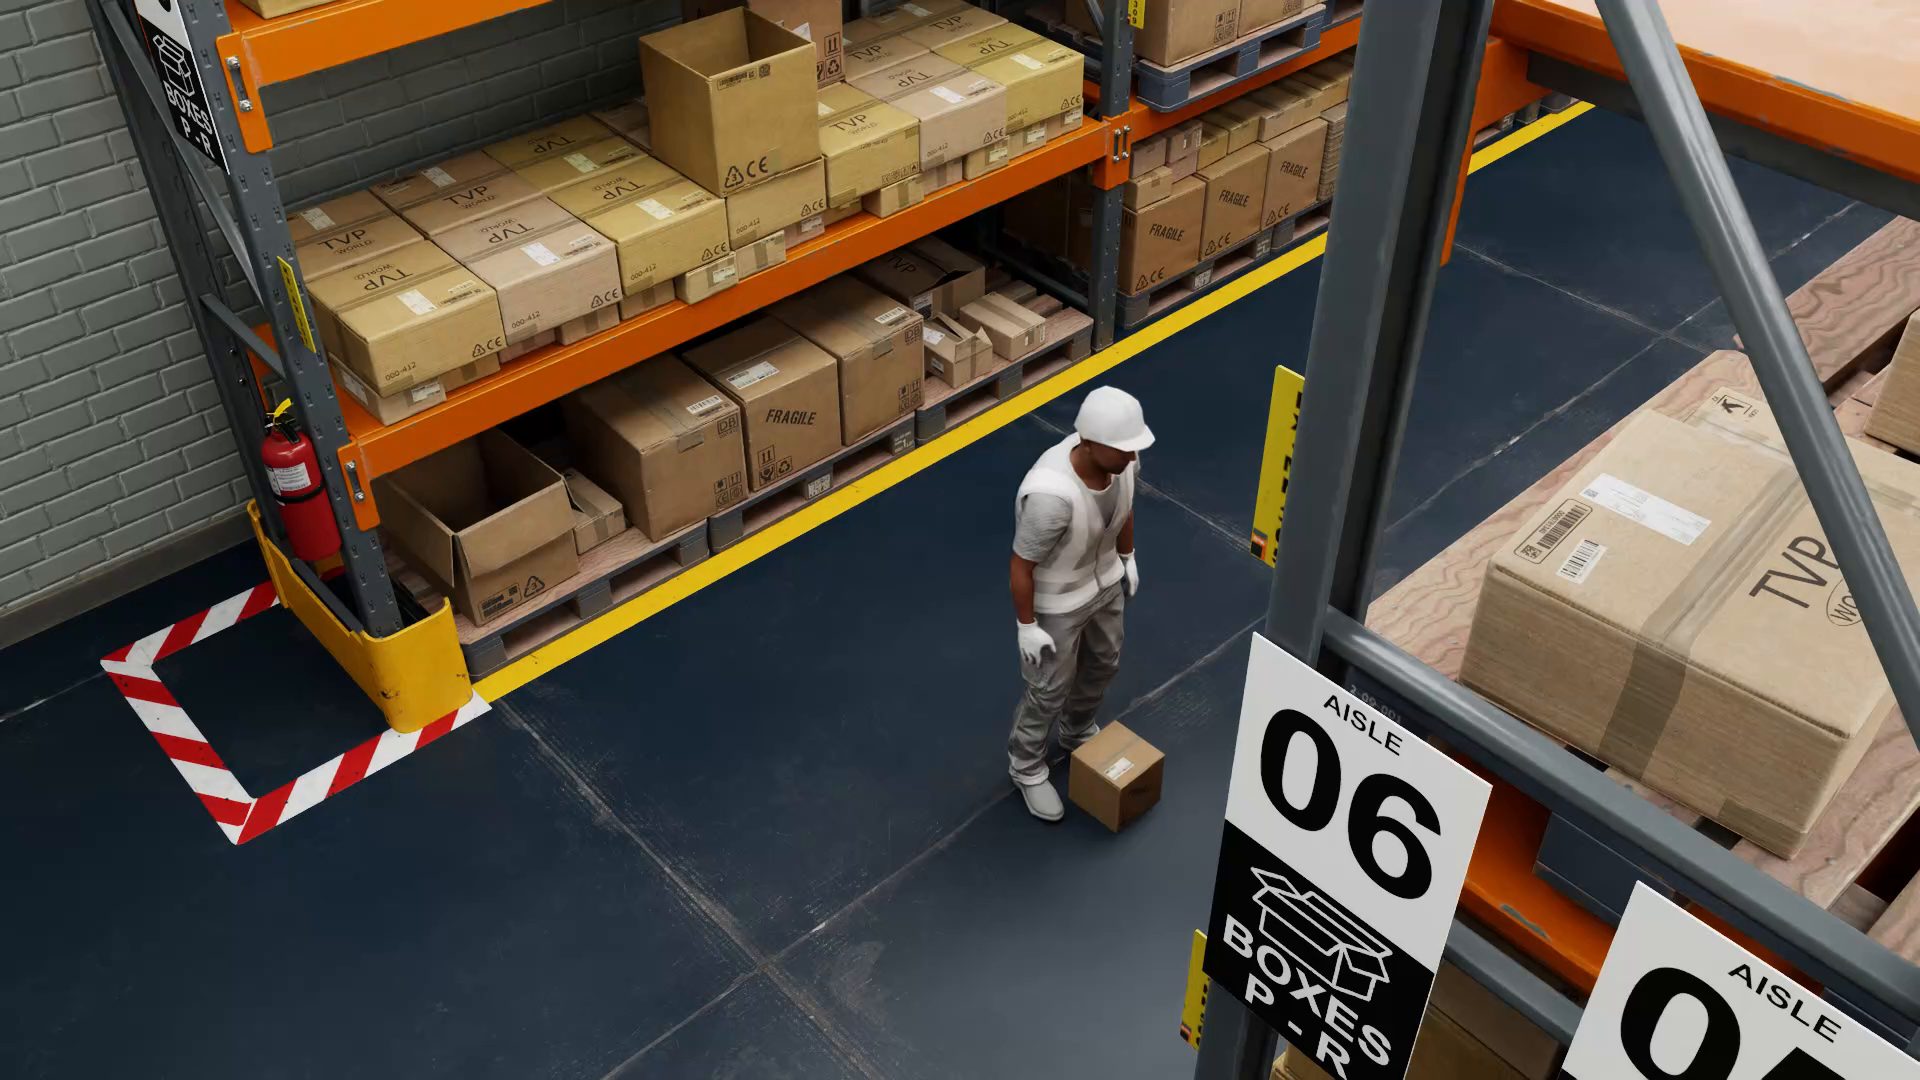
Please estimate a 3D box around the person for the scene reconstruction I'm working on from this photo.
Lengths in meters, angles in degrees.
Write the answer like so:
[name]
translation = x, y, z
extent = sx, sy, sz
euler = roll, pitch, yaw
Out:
[person]
translation = 0.420, 0.197, 5.910
extent = 0.451, 1.771, 0.619
euler = 32, 49, 33
